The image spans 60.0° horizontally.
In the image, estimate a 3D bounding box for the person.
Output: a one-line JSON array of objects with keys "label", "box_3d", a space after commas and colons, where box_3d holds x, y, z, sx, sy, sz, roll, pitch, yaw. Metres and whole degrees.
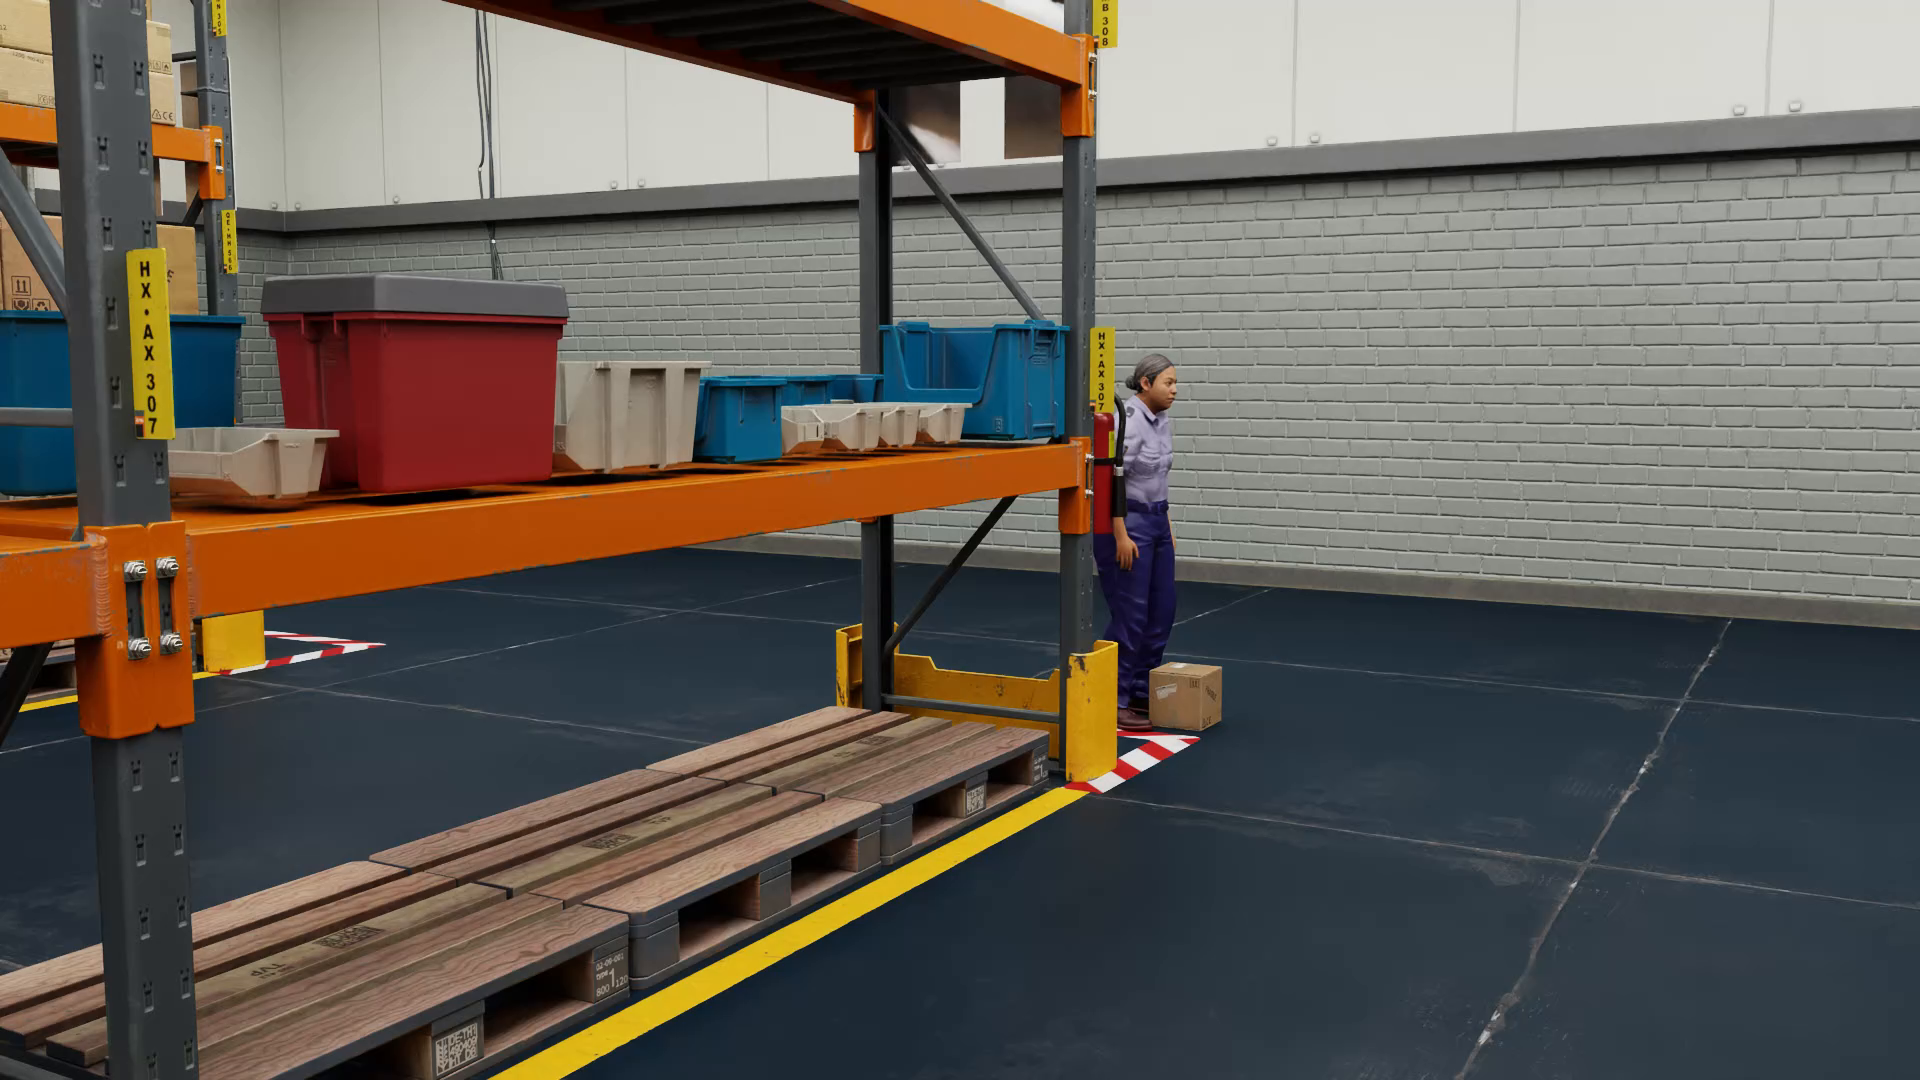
[{"label": "person", "box_3d": [0.801, -0.009, 7.486, 0.370, 1.652, 0.539, 4, 7, 32]}]
